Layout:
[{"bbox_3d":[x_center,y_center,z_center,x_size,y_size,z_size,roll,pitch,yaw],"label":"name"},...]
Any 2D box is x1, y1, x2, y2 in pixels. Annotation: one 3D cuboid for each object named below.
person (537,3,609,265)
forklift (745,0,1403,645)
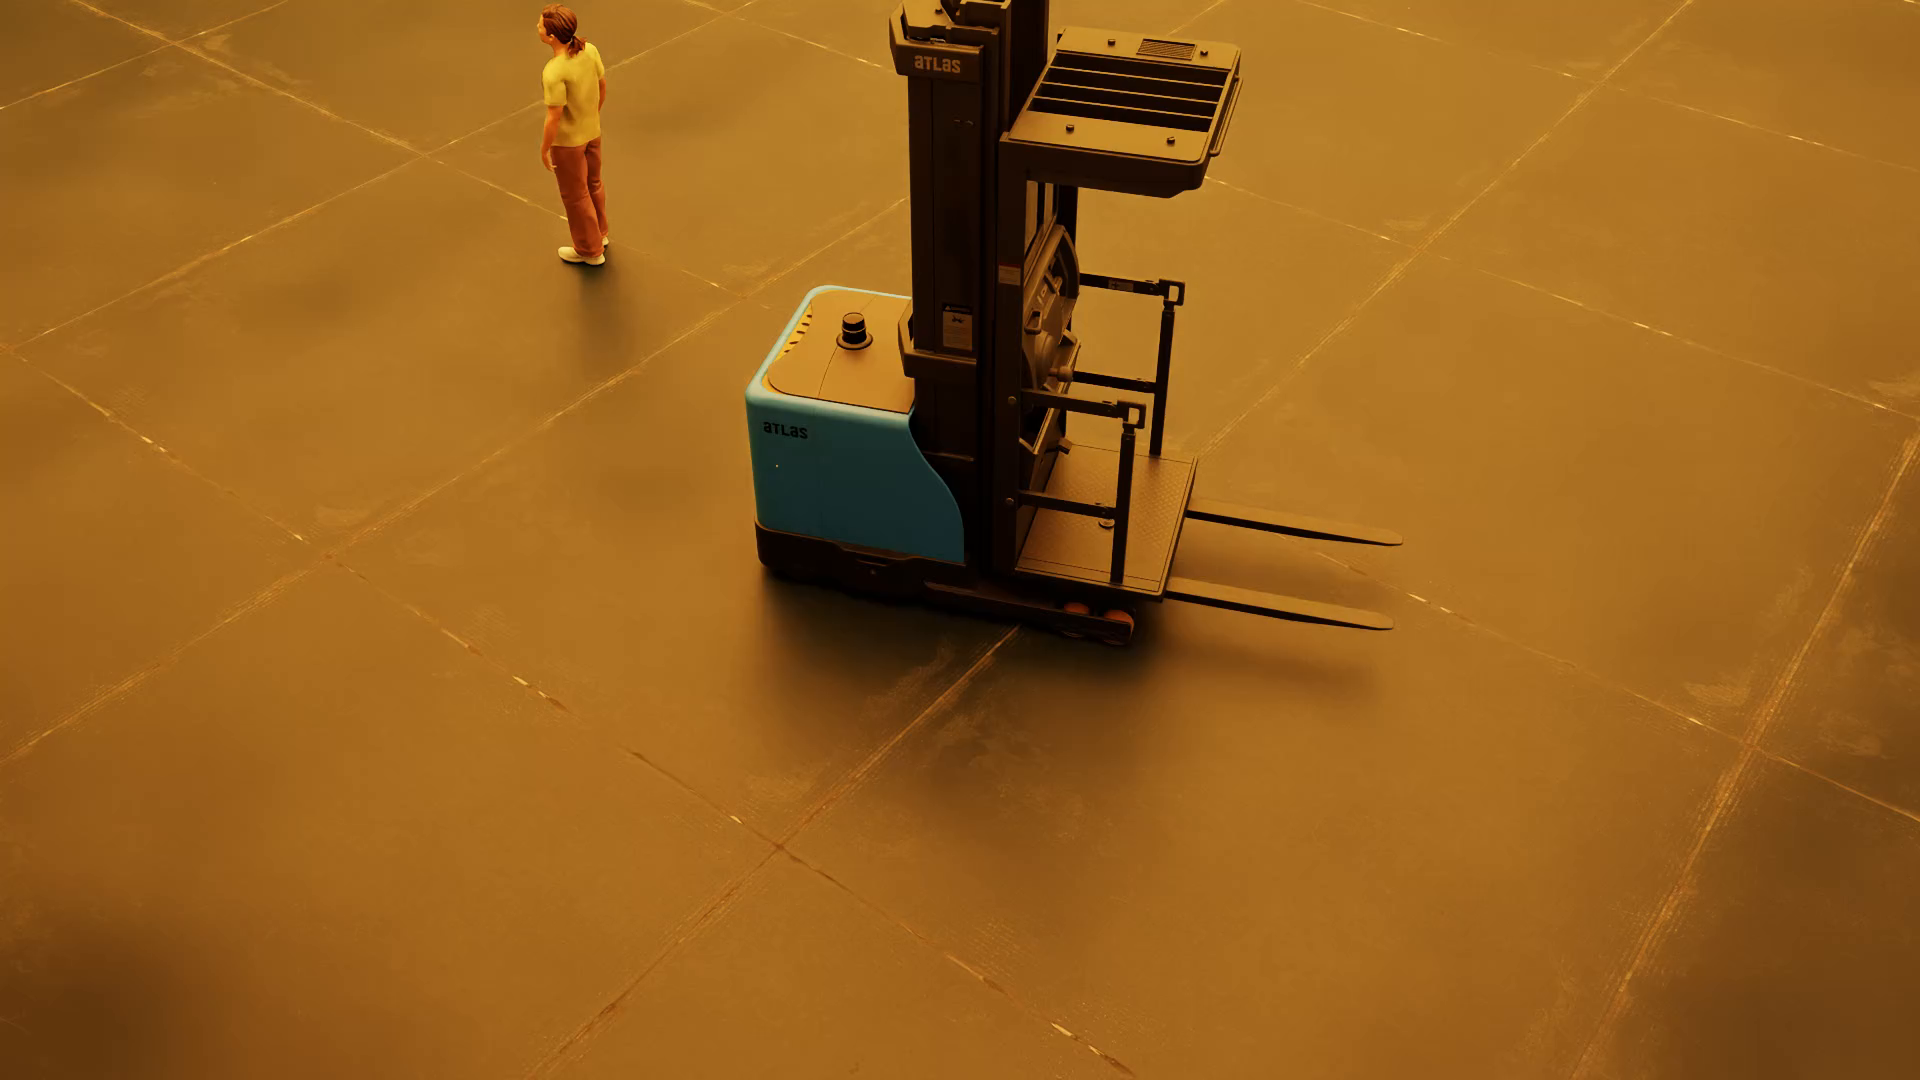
[{"bbox_3d":[-2.336,-2.394,9.839,0.548,1.673,0.555,19,44,21],"label":"person"},{"bbox_3d":[0.587,-1.011,7.260,3.031,2.935,1.130,10,41,12],"label":"forklift"}]
